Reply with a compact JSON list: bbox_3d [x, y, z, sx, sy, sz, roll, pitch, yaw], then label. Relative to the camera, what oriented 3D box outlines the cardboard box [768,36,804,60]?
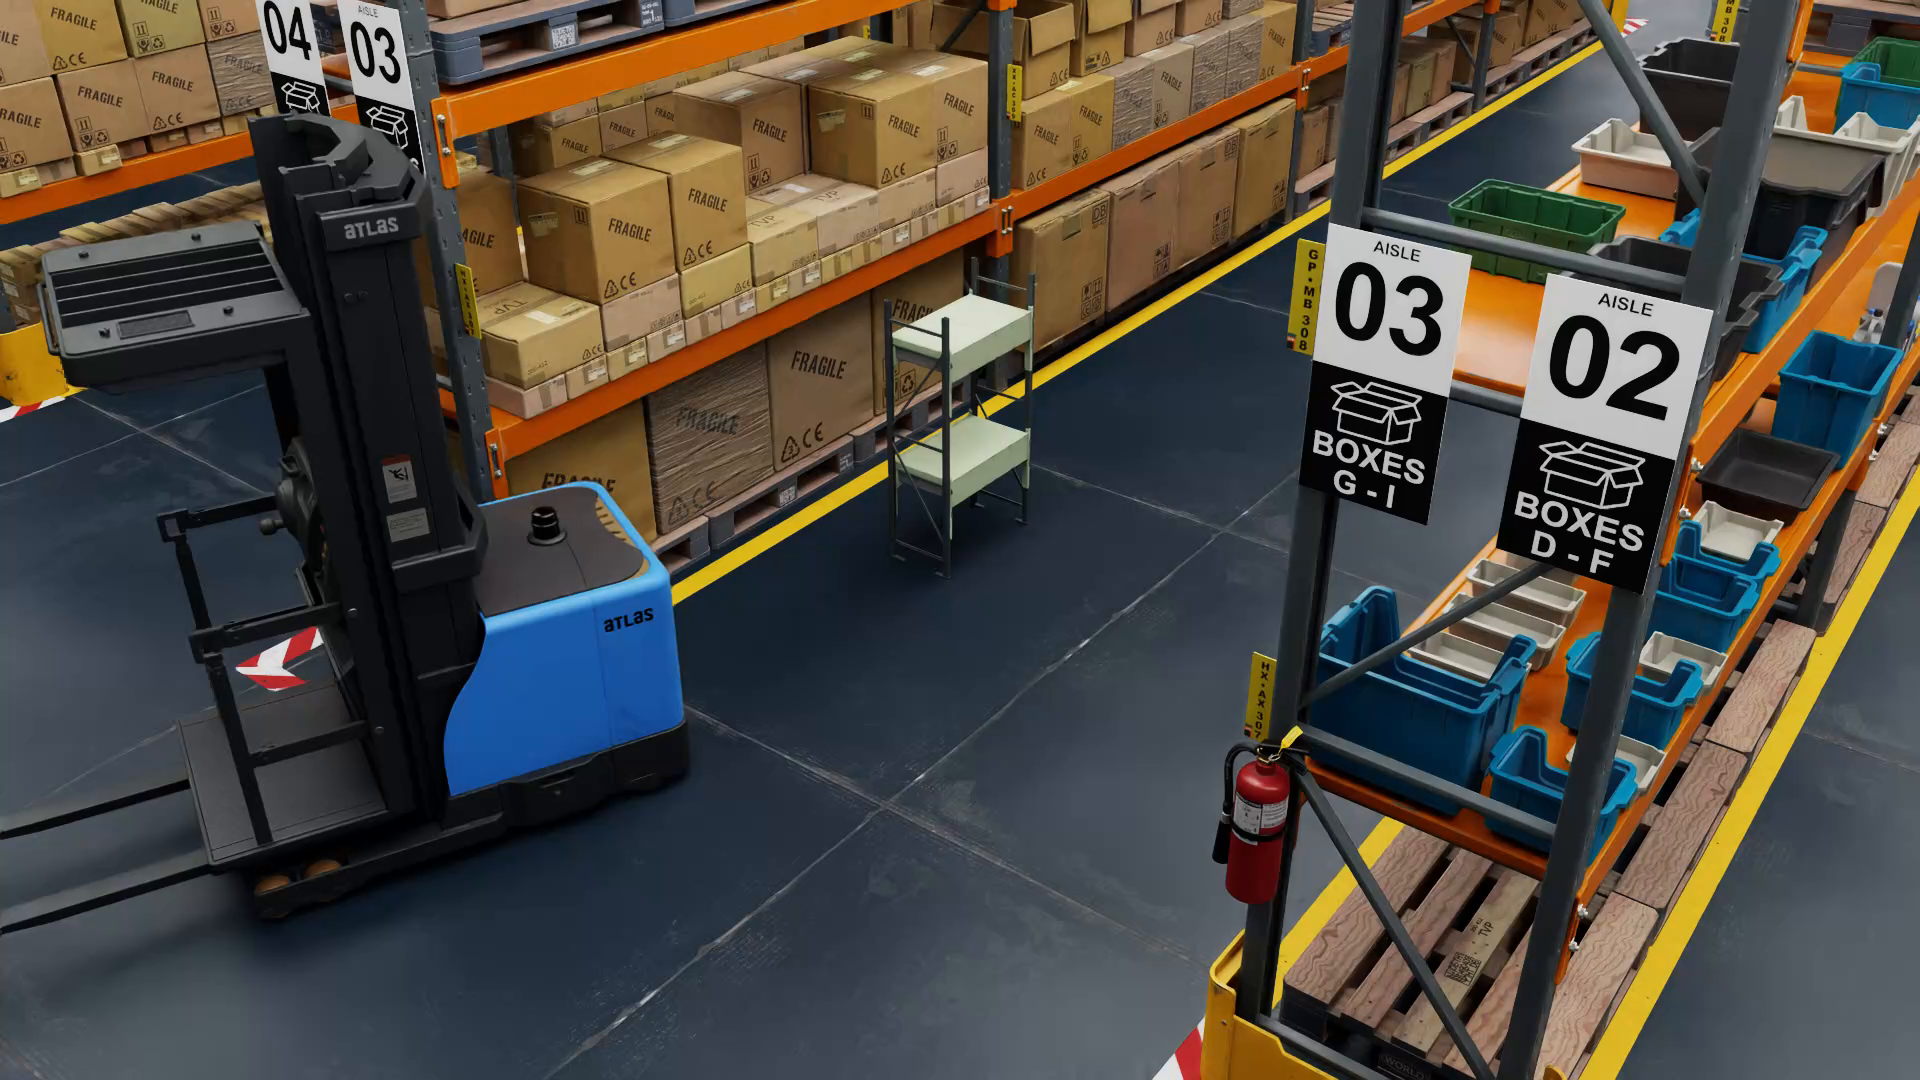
[{"bbox_3d":[-1.805,-4.672,15.496,0.500,0.250,0.500,20,36,30],"label":"cardboard box"}]

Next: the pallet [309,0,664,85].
[{"bbox_3d":[-2.098,-2.341,7.403,1.003,0.211,1.213,21,37,31],"label":"pallet"}]

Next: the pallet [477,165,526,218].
[{"bbox_3d":[-3.547,-3.095,14.265,1.003,0.211,1.213,21,37,31],"label":"pallet"}]

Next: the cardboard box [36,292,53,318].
[{"bbox_3d":[-5.910,-1.568,11.046,0.380,0.149,0.250,23,38,33],"label":"cardboard box"}]

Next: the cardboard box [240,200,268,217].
[{"bbox_3d":[-4.989,-2.343,12.062,0.380,0.149,0.250,21,37,31],"label":"cardboard box"}]

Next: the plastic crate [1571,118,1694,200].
[{"bbox_3d":[2.461,-1.353,5.907,0.437,0.136,0.530,21,37,31],"label":"plastic crate"}]

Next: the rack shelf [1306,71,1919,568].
[{"bbox_3d":[2.619,-1.054,5.849,1.077,0.370,4.000,21,37,31],"label":"rack shelf"}]

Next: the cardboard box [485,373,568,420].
[{"bbox_3d":[-2.060,-0.719,7.767,0.380,0.149,0.250,22,37,32],"label":"cardboard box"}]

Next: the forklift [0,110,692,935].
[{"bbox_3d":[-2.742,-0.051,6.462,3.031,2.935,1.130,-16,34,-25],"label":"forklift"}]

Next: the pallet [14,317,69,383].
[{"bbox_3d":[-5.866,-1.502,11.578,1.003,0.211,1.213,21,37,31],"label":"pallet"}]

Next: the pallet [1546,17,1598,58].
[{"bbox_3d":[6.557,-5.738,18.724,1.003,0.211,1.213,21,37,31],"label":"pallet"}]

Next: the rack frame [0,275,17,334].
[{"bbox_3d":[-6.431,-2.351,10.276,1.000,3.000,0.127,21,37,31],"label":"rack frame"}]

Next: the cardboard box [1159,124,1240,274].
[{"bbox_3d":[1.314,-2.668,12.482,1.225,0.875,0.875,21,37,31],"label":"cardboard box"}]

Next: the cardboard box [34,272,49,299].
[{"bbox_3d":[-5.843,-1.670,10.927,0.380,0.149,0.250,19,36,29],"label":"cardboard box"}]

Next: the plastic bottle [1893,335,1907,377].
[{"bbox_3d":[4.468,-0.907,7.953,0.061,0.283,0.133,21,37,31],"label":"plastic bottle"}]

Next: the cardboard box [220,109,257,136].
[{"bbox_3d":[-5.073,-2.924,11.488,0.380,0.149,0.250,23,37,33],"label":"cardboard box"}]

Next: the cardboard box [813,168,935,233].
[{"bbox_3d":[-0.490,-2.002,9.541,0.500,0.250,0.500,22,37,33],"label":"cardboard box"}]

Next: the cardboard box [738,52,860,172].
[{"bbox_3d":[-0.919,-2.482,9.616,0.500,0.500,0.500,21,37,31],"label":"cardboard box"}]

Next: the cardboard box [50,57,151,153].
[{"bbox_3d":[-5.637,-2.845,10.719,0.500,0.500,0.500,21,37,31],"label":"cardboard box"}]

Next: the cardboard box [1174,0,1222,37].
[{"bbox_3d":[1.442,-3.954,11.898,0.797,0.503,0.637,22,37,32],"label":"cardboard box"}]

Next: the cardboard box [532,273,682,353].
[{"bbox_3d":[-1.724,-1.173,8.142,0.500,0.250,0.500,21,36,31],"label":"cardboard box"}]

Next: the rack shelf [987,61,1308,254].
[{"bbox_3d":[1.085,-2.913,11.929,1.077,0.370,4.000,21,37,31],"label":"rack shelf"}]

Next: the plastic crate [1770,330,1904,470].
[{"bbox_3d":[3.816,-0.610,7.293,0.392,0.384,0.575,21,37,31],"label":"plastic crate"}]

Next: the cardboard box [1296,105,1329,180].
[{"bbox_3d":[2.680,-3.428,14.113,0.700,0.500,0.500,19,36,29],"label":"cardboard box"}]

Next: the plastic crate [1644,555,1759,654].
[{"bbox_3d":[2.618,0.252,5.987,0.416,0.233,0.300,21,37,31],"label":"plastic crate"}]

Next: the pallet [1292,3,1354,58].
[{"bbox_3d":[2.637,-4.276,13.711,1.213,0.211,1.003,21,37,31],"label":"pallet"}]

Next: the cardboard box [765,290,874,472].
[{"bbox_3d":[-1.128,-1.067,9.780,0.875,0.875,0.875,21,37,31],"label":"cardboard box"}]

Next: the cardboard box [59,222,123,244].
[{"bbox_3d":[-6.061,-2.084,11.625,0.380,0.149,0.250,20,36,30],"label":"cardboard box"}]

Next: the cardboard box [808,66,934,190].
[{"bbox_3d":[-0.493,-2.324,9.350,0.500,0.500,0.500,22,37,32],"label":"cardboard box"}]

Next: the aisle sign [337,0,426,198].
[{"bbox_3d":[-2.342,-1.781,6.763,0.394,0.787,0.004,21,37,31],"label":"aisle sign"}]

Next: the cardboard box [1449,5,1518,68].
[{"bbox_3d":[5.319,-5.152,17.042,0.500,0.500,0.500,-19,36,-29],"label":"cardboard box"}]

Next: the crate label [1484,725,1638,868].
[{"bbox_3d":[1.823,0.788,5.084,0.416,0.233,0.303,21,37,31],"label":"crate label"}]

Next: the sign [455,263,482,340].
[{"bbox_3d":[-2.098,-1.017,7.097,0.100,0.325,0.005,21,37,31],"label":"sign"}]

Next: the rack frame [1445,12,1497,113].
[{"bbox_3d":[4.706,-5.662,15.861,1.000,3.000,0.127,21,37,31],"label":"rack frame"}]

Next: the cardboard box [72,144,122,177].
[{"bbox_3d":[-5.648,-2.483,10.744,0.380,0.149,0.250,20,36,30],"label":"cardboard box"}]

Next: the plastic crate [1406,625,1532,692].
[{"bbox_3d":[1.759,0.441,5.764,0.396,0.136,0.243,21,37,31],"label":"plastic crate"}]

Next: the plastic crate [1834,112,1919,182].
[{"bbox_3d":[3.362,-1.428,6.035,0.293,0.136,0.466,21,37,31],"label":"plastic crate"}]

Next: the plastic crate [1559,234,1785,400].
[{"bbox_3d":[1.866,-0.565,4.447,0.497,0.269,0.590,21,37,31],"label":"plastic crate"}]

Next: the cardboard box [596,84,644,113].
[{"bbox_3d":[-3.040,-3.842,14.094,0.500,0.250,0.500,22,37,33],"label":"cardboard box"}]

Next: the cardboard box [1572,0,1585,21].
[{"bbox_3d":[6.731,-6.144,18.715,0.500,0.500,0.500,-25,39,-35],"label":"cardboard box"}]

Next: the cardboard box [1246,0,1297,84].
[{"bbox_3d":[2.192,-3.802,12.625,0.500,0.500,0.500,22,37,33],"label":"cardboard box"}]

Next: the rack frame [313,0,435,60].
[{"bbox_3d":[-2.537,-3.365,6.101,1.000,3.000,0.127,21,37,31],"label":"rack frame"}]

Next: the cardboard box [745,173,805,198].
[{"bbox_3d":[-1.228,-1.950,9.454,0.500,0.250,0.500,22,37,32],"label":"cardboard box"}]

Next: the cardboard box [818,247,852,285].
[{"bbox_3d":[-0.821,-1.555,9.177,0.380,0.149,0.250,20,36,31],"label":"cardboard box"}]

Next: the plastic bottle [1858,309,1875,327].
[{"bbox_3d":[4.519,-1.050,8.275,0.097,0.201,0.097,0,31,0],"label":"plastic bottle"}]

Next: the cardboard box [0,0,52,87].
[{"bbox_3d":[-5.948,-3.053,10.089,0.500,0.500,0.500,21,36,31],"label":"cardboard box"}]

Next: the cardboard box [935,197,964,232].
[{"bbox_3d":[-0.201,-1.972,9.882,0.380,0.149,0.250,22,37,32],"label":"cardboard box"}]

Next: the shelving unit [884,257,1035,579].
[{"bbox_3d":[0.004,-0.648,8.872,0.431,1.500,0.755,21,37,31],"label":"shelving unit"}]

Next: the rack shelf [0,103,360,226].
[{"bbox_3d":[-5.223,-2.855,11.831,1.077,0.370,4.000,21,37,31],"label":"rack shelf"}]

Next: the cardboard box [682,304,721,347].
[{"bbox_3d":[-1.441,-1.137,8.473,0.380,0.149,0.250,20,36,30],"label":"cardboard box"}]

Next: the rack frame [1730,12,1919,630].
[{"bbox_3d":[3.826,-0.886,7.802,1.000,3.000,0.127,21,37,31],"label":"rack frame"}]

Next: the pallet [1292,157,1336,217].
[{"bbox_3d":[2.765,-3.153,14.364,1.003,0.211,1.213,21,37,31],"label":"pallet"}]

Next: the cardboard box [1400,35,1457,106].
[{"bbox_3d":[4.319,-4.533,15.976,0.700,0.500,0.500,18,35,28],"label":"cardboard box"}]

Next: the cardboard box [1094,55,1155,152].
[{"bbox_3d":[0.959,-2.971,11.223,0.500,0.500,0.500,20,36,30],"label":"cardboard box"}]

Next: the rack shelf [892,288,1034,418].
[{"bbox_3d":[0.004,-0.984,8.673,0.431,0.370,0.720,21,37,31],"label":"rack shelf"}]

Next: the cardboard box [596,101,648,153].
[{"bbox_3d":[-3.041,-3.517,14.282,0.500,0.500,0.500,23,38,33],"label":"cardboard box"}]

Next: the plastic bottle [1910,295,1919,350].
[{"bbox_3d":[4.722,-1.088,8.271,0.097,0.271,0.097,0,31,0],"label":"plastic bottle"}]

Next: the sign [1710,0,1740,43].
[{"bbox_3d":[3.389,-2.350,7.322,0.100,0.325,0.005,21,37,31],"label":"sign"}]

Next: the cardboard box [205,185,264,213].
[{"bbox_3d":[-5.353,-2.484,12.300,0.380,0.149,0.250,21,37,32],"label":"cardboard box"}]
